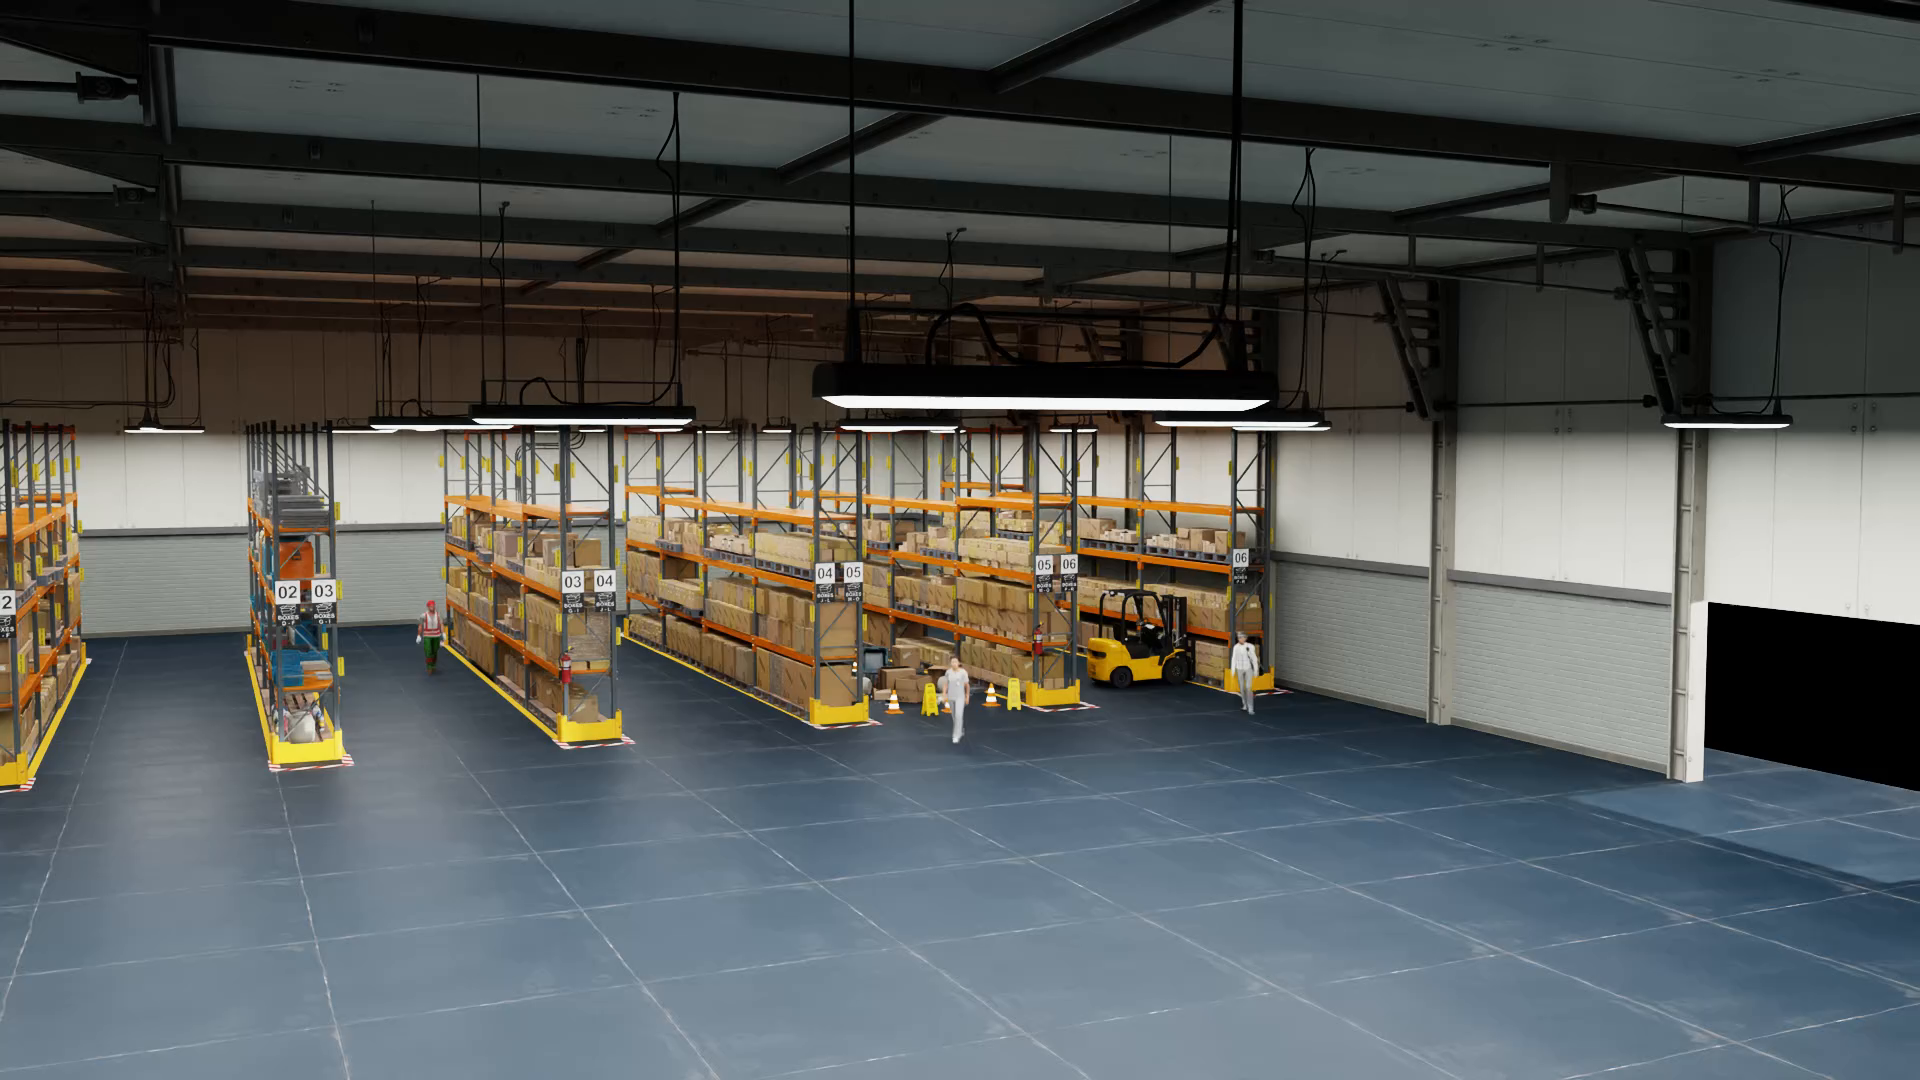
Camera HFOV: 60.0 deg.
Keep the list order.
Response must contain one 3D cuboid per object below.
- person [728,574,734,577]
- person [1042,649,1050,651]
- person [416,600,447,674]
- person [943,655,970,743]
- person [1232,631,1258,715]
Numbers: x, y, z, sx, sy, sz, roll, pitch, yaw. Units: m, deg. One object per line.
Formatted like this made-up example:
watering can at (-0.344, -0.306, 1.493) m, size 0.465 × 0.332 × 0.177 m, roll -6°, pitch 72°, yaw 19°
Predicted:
person at (-6.793, 1.879, 49.360) m, size 0.821 × 1.492 × 0.527 m, roll -1°, pitch 4°, yaw -22°
person at (2.112, 2.351, 41.469) m, size 0.362 × 1.609 × 0.443 m, roll 3°, pitch 4°, yaw 37°
person at (-12.735, 2.321, 40.077) m, size 0.680 × 1.724 × 1.034 m, roll -2°, pitch 4°, yaw -23°
person at (-0.078, 2.953, 31.006) m, size 0.493 × 1.613 × 1.031 m, roll 2°, pitch 4°, yaw 25°
person at (5.913, 2.734, 34.548) m, size 0.591 × 1.672 × 0.644 m, roll 2°, pitch 4°, yaw 30°
